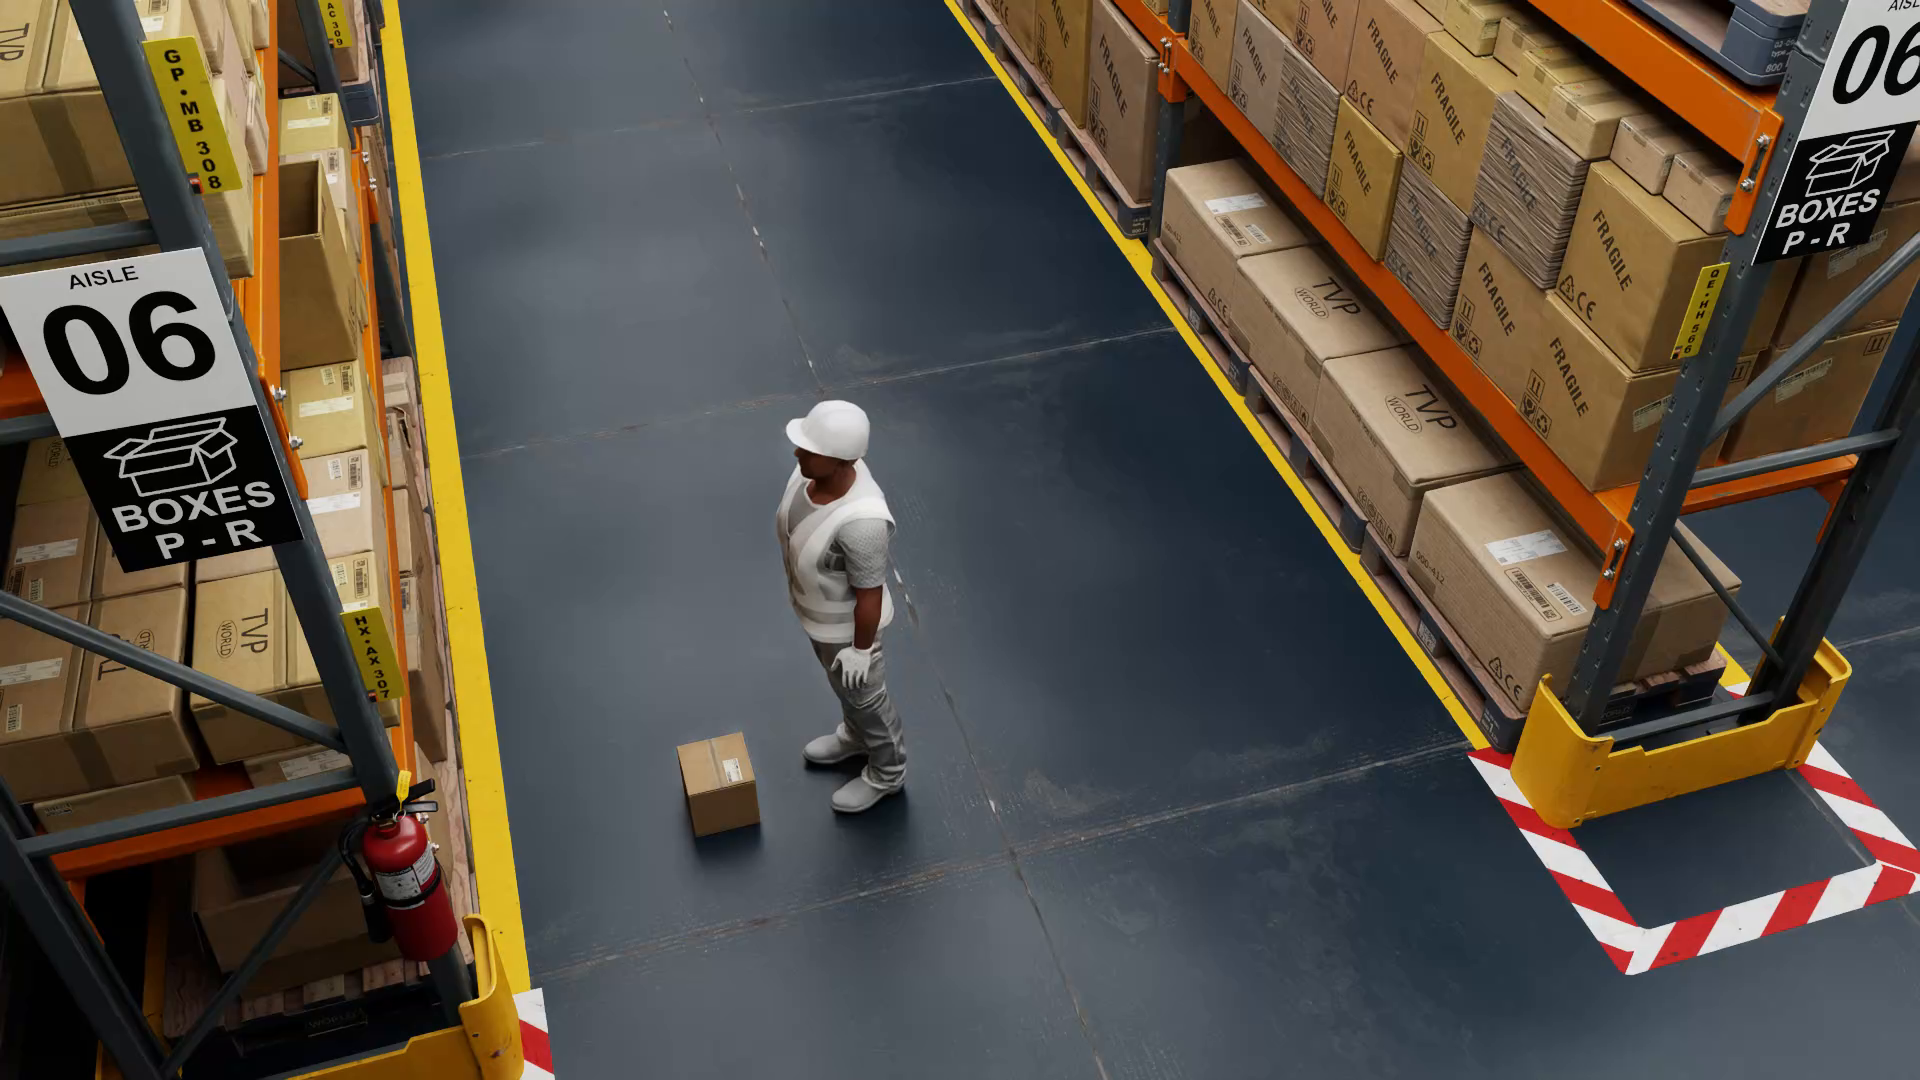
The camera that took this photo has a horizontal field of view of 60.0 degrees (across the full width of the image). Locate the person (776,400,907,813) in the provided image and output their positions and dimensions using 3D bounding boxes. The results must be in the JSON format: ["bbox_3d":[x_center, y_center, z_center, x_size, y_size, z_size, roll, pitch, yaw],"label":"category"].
[{"bbox_3d":[-0.424,0.234,5.852,0.357,1.782,0.562,-15,44,-16],"label":"person"}]
